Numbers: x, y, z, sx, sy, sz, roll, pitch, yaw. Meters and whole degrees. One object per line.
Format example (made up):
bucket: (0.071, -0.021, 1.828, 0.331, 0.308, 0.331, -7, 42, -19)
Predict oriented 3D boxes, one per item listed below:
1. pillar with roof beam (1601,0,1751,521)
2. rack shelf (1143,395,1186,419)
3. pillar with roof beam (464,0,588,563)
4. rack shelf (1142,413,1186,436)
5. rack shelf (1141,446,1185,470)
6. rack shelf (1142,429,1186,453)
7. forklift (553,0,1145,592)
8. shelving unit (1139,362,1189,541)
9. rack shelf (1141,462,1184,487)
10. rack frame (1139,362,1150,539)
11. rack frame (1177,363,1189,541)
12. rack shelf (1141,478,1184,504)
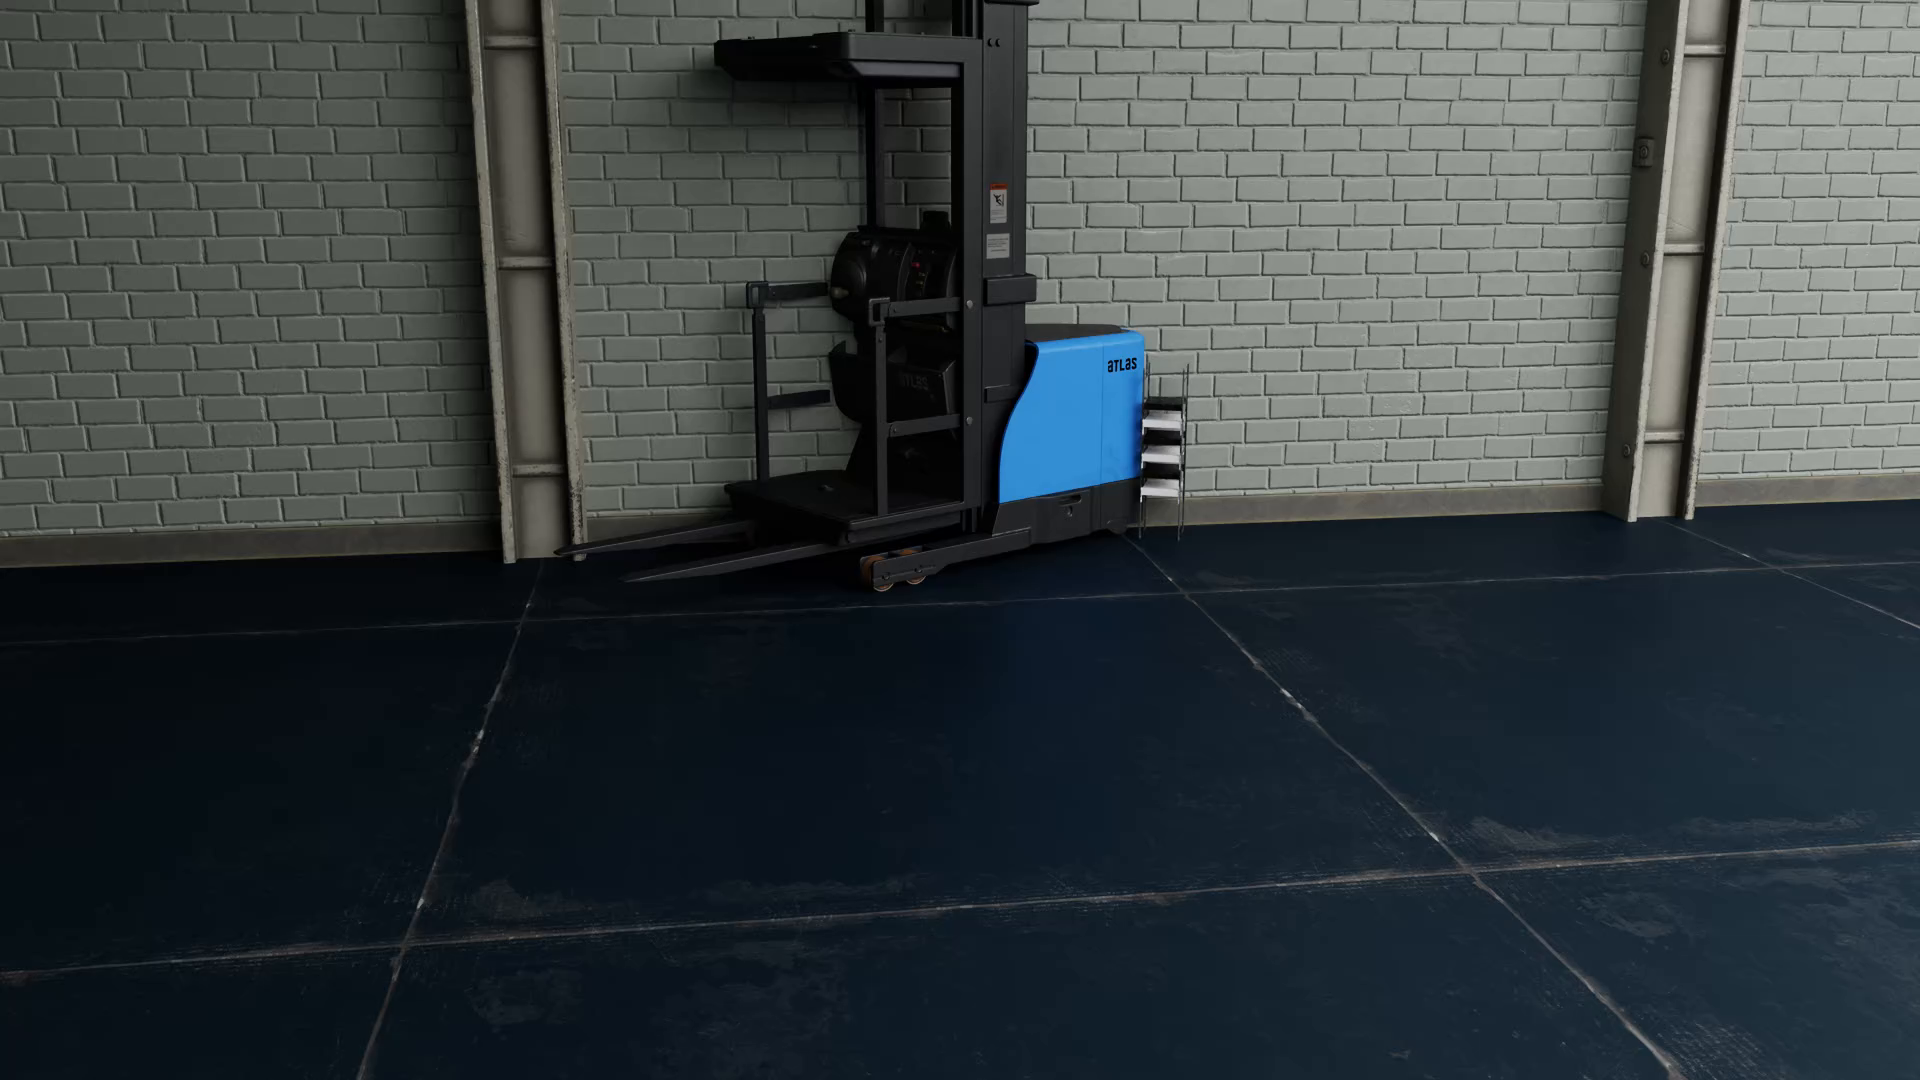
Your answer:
pillar with roof beam: (4.477, -3.475, 4.079, 0.400, 9.000, 9.100, -2, 14, -8)
rack shelf: (1.070, -0.695, 8.671, 0.200, 0.077, 0.258, 3, 14, 13)
pillar with roof beam: (-1.456, -3.258, 3.212, 0.400, 9.000, 9.100, -2, 14, -8)
rack shelf: (1.070, -0.608, 8.693, 0.200, 0.077, 0.258, 3, 14, 13)
rack shelf: (1.070, -0.433, 8.737, 0.200, 0.077, 0.258, 3, 14, 13)
rack shelf: (1.070, -0.521, 8.715, 0.200, 0.077, 0.258, 3, 14, 13)
forklift: (-0.481, -1.324, 7.978, 3.031, 2.935, 1.130, -11, 18, -38)
shelving unit: (1.070, -0.466, 8.729, 0.210, 0.900, 0.258, 3, 14, 13)
rack shelf: (1.070, -0.346, 8.759, 0.200, 0.077, 0.258, 3, 14, 13)
rack frame: (0.971, -0.471, 8.752, 0.006, 0.900, 0.240, 3, 14, 13)
rack frame: (1.169, -0.460, 8.706, 0.006, 0.900, 0.240, 3, 14, 13)
rack shelf: (1.070, -0.259, 8.781, 0.200, 0.077, 0.258, 3, 14, 13)
